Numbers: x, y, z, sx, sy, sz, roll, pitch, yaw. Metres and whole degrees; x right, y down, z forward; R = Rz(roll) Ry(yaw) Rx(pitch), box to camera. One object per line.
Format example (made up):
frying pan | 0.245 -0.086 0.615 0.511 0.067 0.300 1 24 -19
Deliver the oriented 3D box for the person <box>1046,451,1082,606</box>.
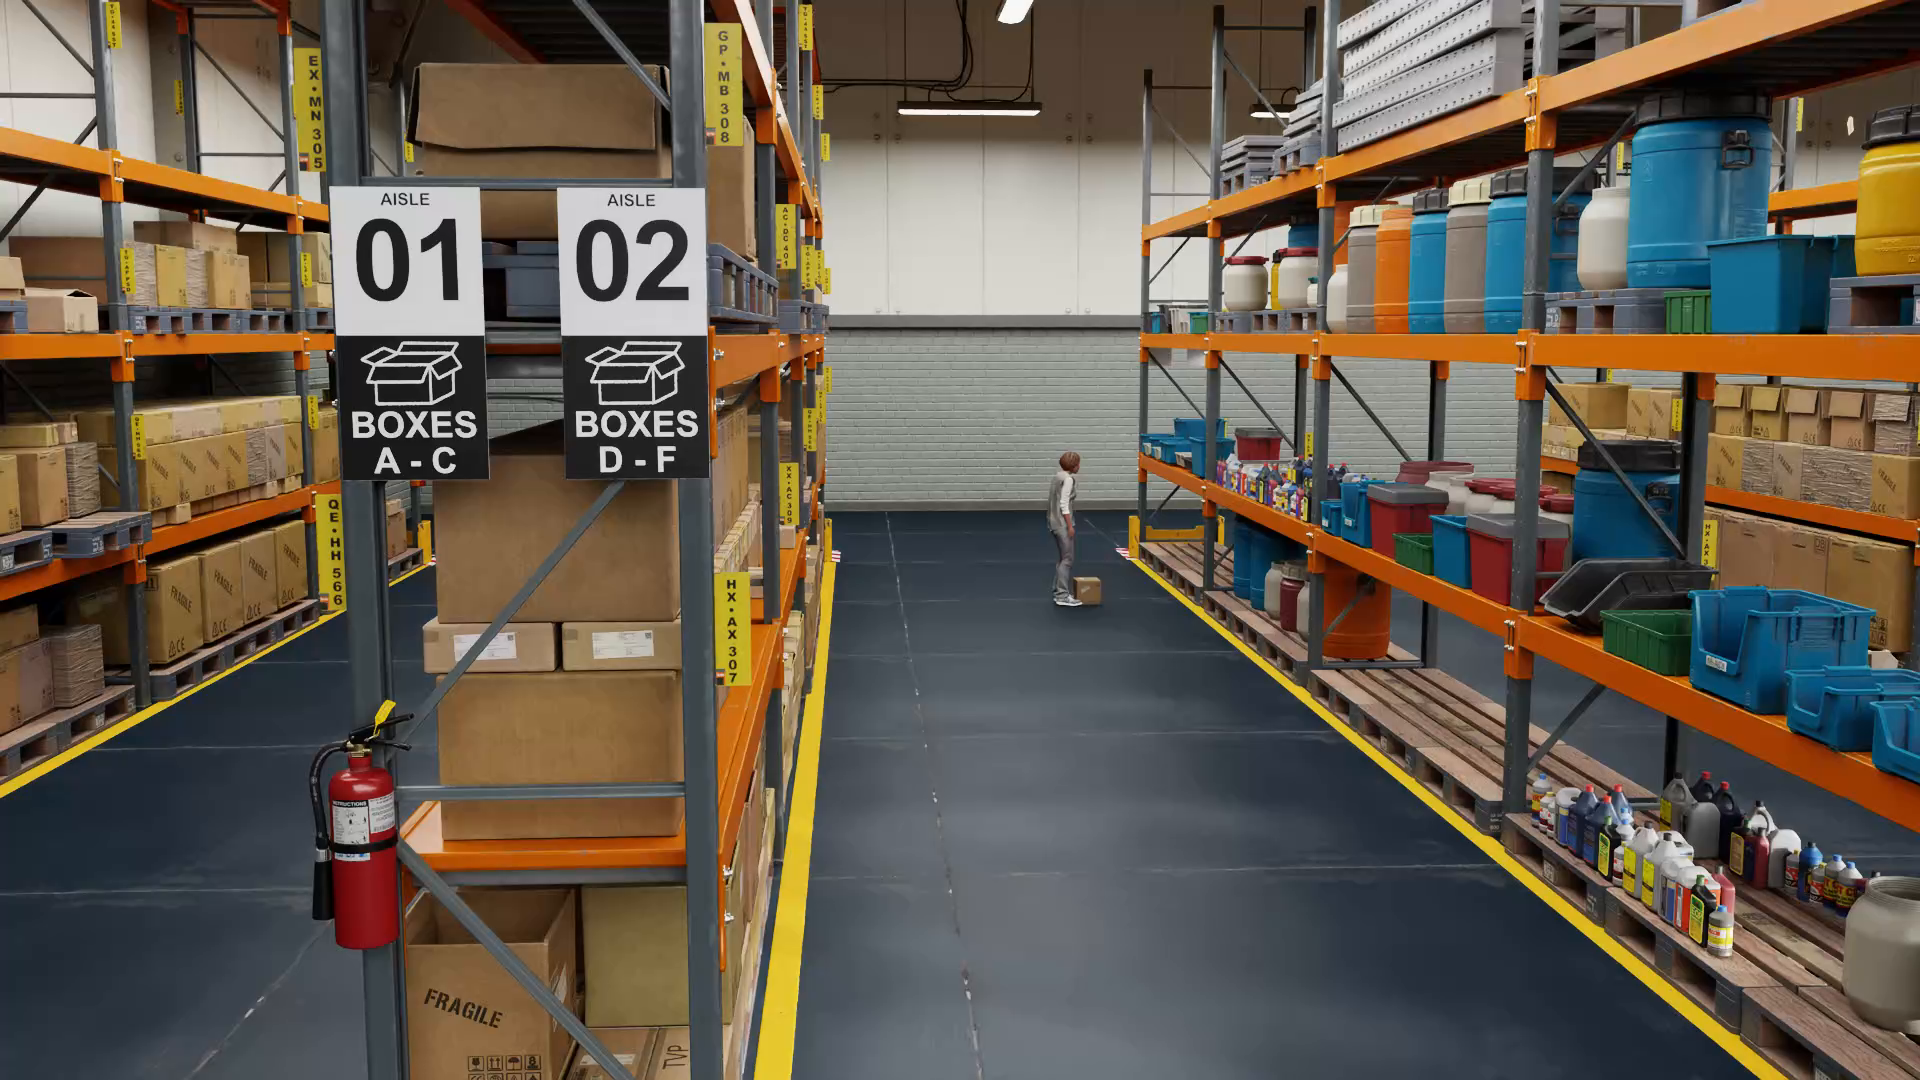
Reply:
person | 1.088 -0.128 17.339 0.350 1.591 0.480 -1 7 -7
